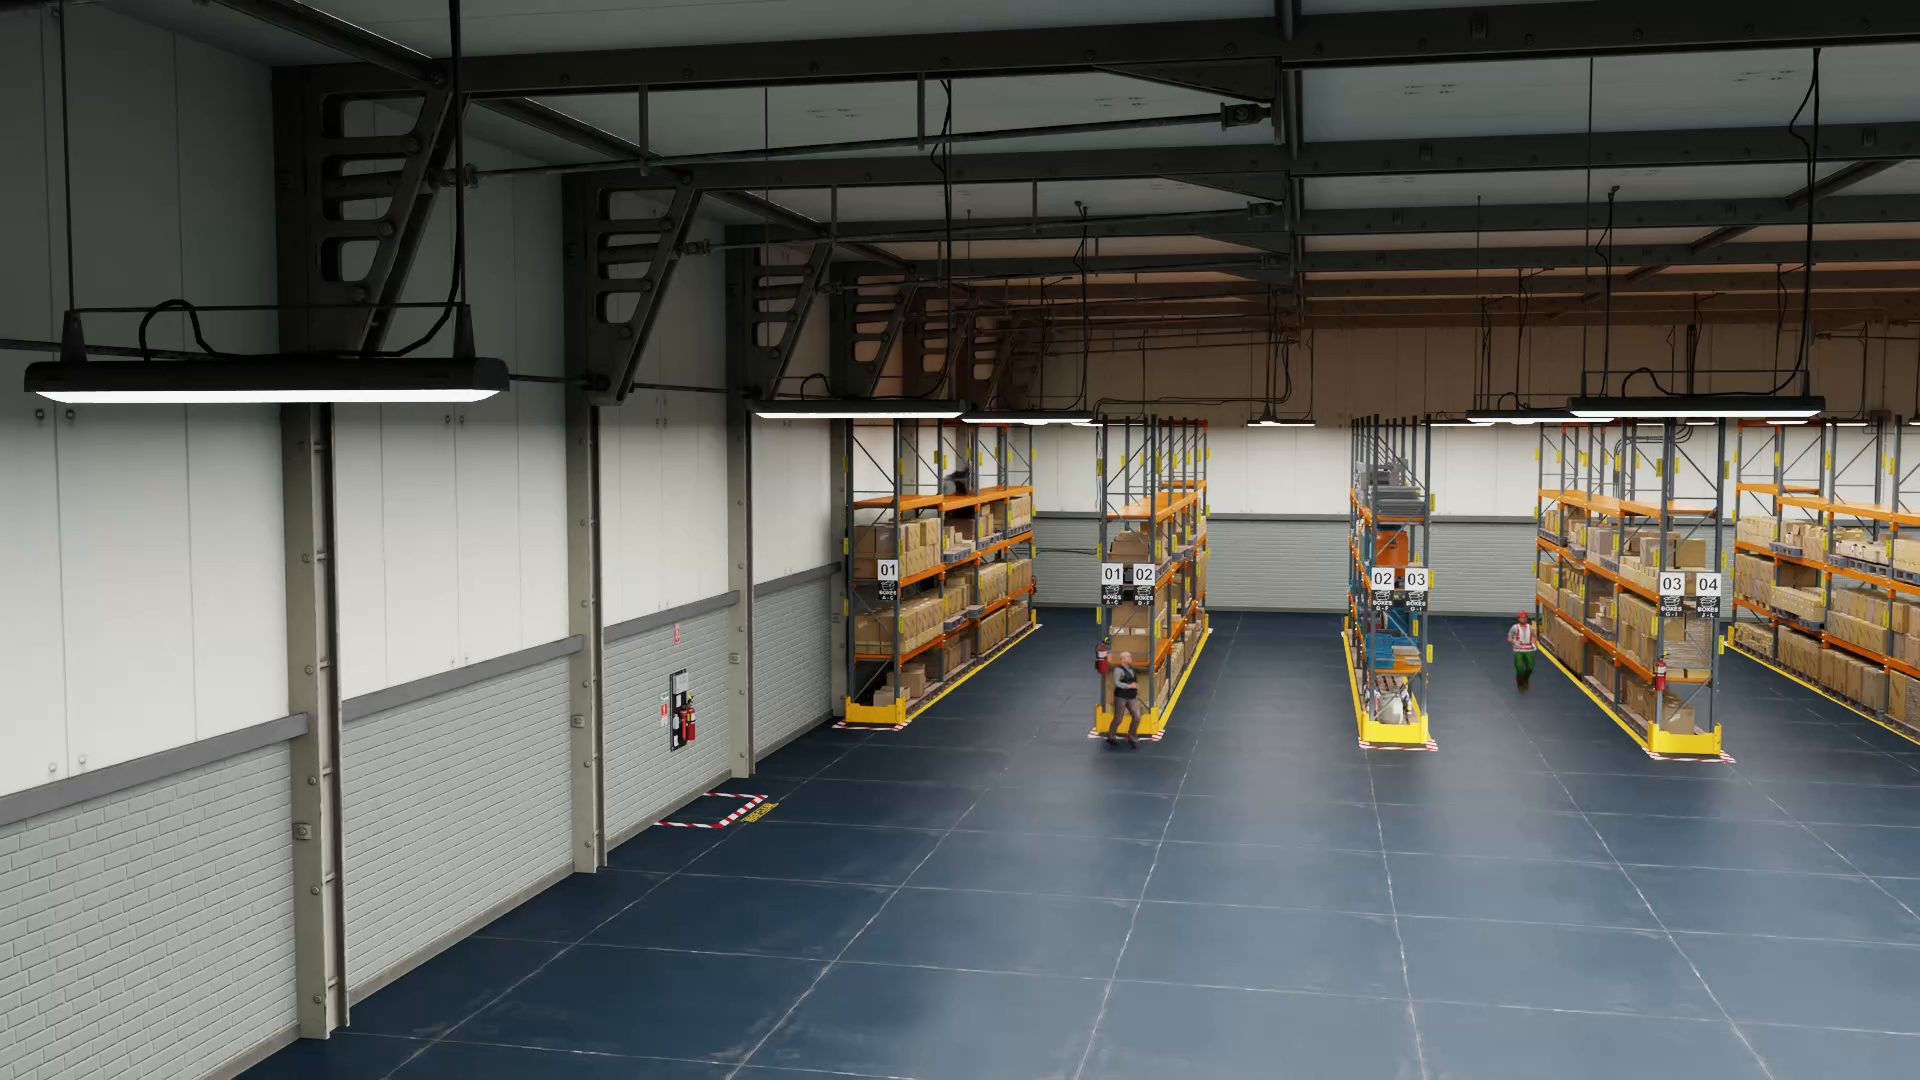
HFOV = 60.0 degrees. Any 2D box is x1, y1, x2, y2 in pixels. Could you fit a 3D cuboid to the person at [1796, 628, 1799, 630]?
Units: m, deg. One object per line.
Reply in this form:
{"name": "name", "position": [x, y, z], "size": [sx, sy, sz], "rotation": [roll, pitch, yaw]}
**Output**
{"name": "person", "position": [22.830, 1.926, 44.911], "size": [0.632, 1.634, 0.589], "rotation": [1, 4, 17]}

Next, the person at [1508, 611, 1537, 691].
{"name": "person", "position": [12.254, 2.431, 36.127], "size": [0.643, 1.741, 0.581], "rotation": [1, 4, 8]}

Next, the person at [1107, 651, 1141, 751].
{"name": "person", "position": [2.973, 2.882, 29.800], "size": [0.657, 1.780, 0.724], "rotation": [-3, 5, -40]}
